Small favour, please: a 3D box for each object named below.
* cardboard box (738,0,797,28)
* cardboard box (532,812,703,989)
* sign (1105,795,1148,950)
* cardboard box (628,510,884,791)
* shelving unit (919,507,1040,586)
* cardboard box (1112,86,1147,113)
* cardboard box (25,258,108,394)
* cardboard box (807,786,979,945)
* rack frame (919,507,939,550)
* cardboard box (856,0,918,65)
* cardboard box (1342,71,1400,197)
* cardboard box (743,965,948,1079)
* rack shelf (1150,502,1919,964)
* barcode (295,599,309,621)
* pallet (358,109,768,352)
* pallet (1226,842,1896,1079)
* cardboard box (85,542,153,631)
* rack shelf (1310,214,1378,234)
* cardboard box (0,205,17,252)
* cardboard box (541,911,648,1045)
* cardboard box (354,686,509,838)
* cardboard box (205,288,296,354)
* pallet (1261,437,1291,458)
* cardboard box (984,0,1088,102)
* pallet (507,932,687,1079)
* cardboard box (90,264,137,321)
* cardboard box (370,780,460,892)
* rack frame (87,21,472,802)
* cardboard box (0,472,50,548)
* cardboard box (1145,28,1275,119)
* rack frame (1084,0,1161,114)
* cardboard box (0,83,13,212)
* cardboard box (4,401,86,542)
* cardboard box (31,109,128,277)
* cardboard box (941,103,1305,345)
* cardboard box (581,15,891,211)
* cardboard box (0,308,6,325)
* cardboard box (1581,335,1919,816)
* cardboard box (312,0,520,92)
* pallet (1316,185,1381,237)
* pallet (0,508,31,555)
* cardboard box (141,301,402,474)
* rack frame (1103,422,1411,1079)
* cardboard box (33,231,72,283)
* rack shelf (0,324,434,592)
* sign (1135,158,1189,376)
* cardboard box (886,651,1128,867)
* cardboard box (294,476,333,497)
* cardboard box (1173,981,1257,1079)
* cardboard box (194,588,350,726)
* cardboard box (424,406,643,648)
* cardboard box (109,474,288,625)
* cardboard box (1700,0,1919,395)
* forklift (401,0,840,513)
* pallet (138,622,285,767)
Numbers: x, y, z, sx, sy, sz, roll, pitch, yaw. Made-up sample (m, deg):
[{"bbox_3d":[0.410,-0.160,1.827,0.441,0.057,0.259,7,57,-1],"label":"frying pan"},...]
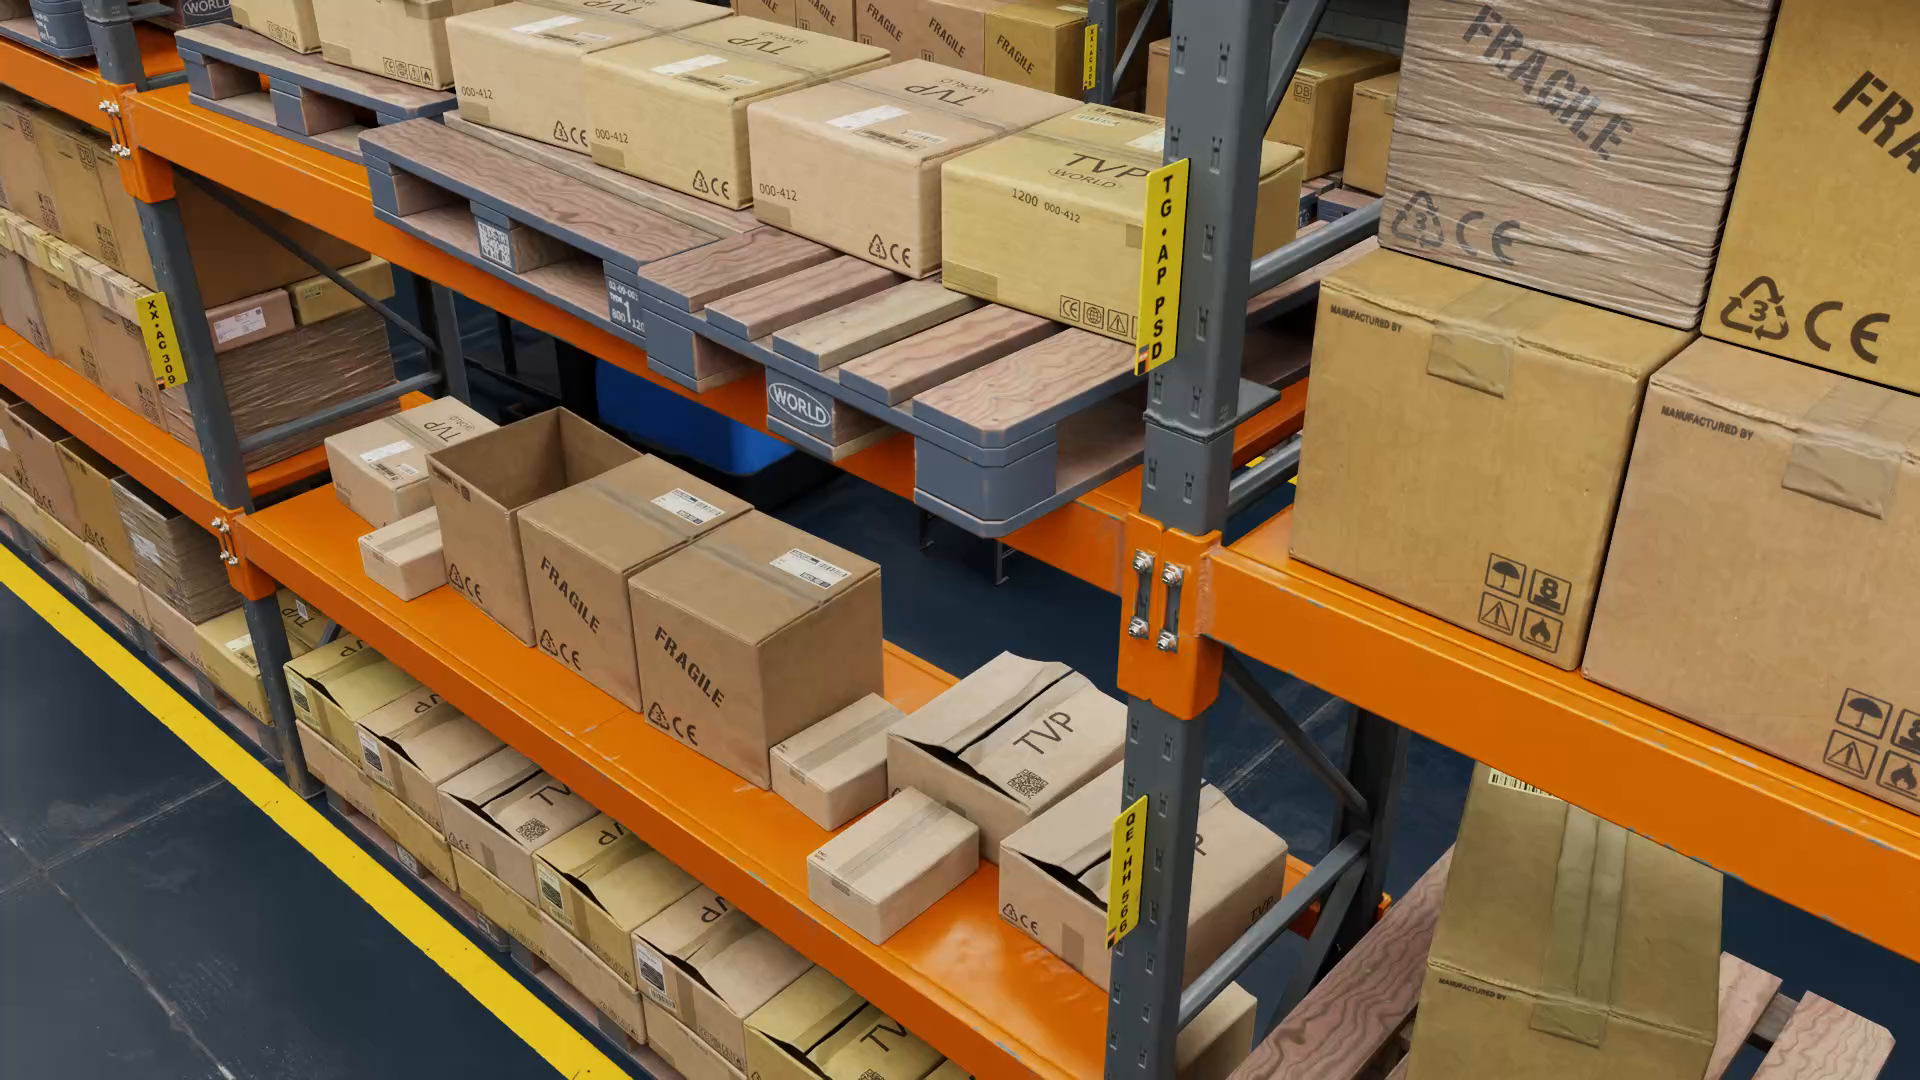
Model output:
[{"bbox_3d":[-1.033,-3.376,10.348,0.500,0.500,0.500,24,38,34],"label":"cardboard box"},{"bbox_3d":[-1.000,1.061,5.294,0.500,0.311,0.500,26,40,36],"label":"cardboard box"},{"bbox_3d":[0.316,0.635,3.164,0.005,0.325,0.100,25,39,35],"label":"sign"},{"bbox_3d":[-0.569,0.301,4.745,0.500,0.500,0.500,23,38,33],"label":"cardboard box"},{"bbox_3d":[0.123,-0.842,7.613,0.503,2.100,0.431,25,39,35],"label":"shelving unit"},{"bbox_3d":[0.837,-2.551,9.705,0.500,0.250,0.500,26,39,36],"label":"cardboard box"},{"bbox_3d":[-3.378,-1.016,6.932,0.500,0.500,0.700,26,39,36],"label":"cardboard box"},{"bbox_3d":[-0.166,0.820,4.223,0.250,0.149,0.380,25,39,35],"label":"cardboard box"},{"bbox_3d":[-0.058,-0.927,7.754,0.015,2.100,0.400,25,39,35],"label":"rack frame"},{"bbox_3d":[-0.256,-3.022,9.760,0.500,0.500,0.500,24,38,34],"label":"cardboard box"},{"bbox_3d":[2.315,-1.992,8.127,0.700,0.500,0.500,-23,38,-33],"label":"cardboard box"},{"bbox_3d":[-0.257,1.411,4.712,0.500,0.311,0.500,24,39,34],"label":"cardboard box"},{"bbox_3d":[2.169,0.633,2.079,4.000,0.370,1.077,25,39,35],"label":"rack shelf"},{"bbox_3d":[-2.370,0.252,5.989,0.075,0.075,0.001,25,39,35],"label":"barcode"},{"bbox_3d":[-0.708,-0.873,4.066,1.213,0.211,1.003,27,40,37],"label":"pallet"},{"bbox_3d":[1.236,1.208,3.521,1.003,0.211,1.213,25,39,35],"label":"pallet"},{"bbox_3d":[-3.515,0.111,7.417,0.500,0.250,0.500,25,39,35],"label":"cardboard box"},{"bbox_3d":[2.524,-1.362,8.301,4.000,0.370,1.077,25,39,35],"label":"rack shelf"},{"bbox_3d":[-3.764,-1.330,6.825,0.250,0.149,0.380,27,40,37],"label":"cardboard box"},{"bbox_3d":[-1.006,1.298,5.444,0.500,0.250,0.500,26,40,36],"label":"cardboard box"},{"bbox_3d":[-1.773,0.705,5.886,0.500,0.311,0.500,25,39,35],"label":"cardboard box"},{"bbox_3d":[-2.625,-0.799,5.944,0.250,0.149,0.380,25,39,35],"label":"cardboard box"},{"bbox_3d":[1.620,-0.898,9.538,1.213,0.211,1.003,25,39,35],"label":"pallet"},{"bbox_3d":[0.484,-2.673,9.181,0.500,0.500,0.500,25,39,35],"label":"cardboard box"},{"bbox_3d":[-0.798,1.390,5.736,1.213,0.211,1.003,25,39,35],"label":"pallet"},{"bbox_3d":[-3.003,-0.975,6.236,0.250,0.149,0.380,24,38,34],"label":"cardboard box"},{"bbox_3d":[-1.769,0.943,6.033,0.500,0.250,0.500,26,40,36],"label":"cardboard box"},{"bbox_3d":[-2.280,-0.466,6.116,0.127,3.000,1.000,25,39,35],"label":"rack frame"},{"bbox_3d":[-4.253,-0.237,7.994,0.500,0.250,0.500,25,39,35],"label":"cardboard box"},{"bbox_3d":[1.396,-2.404,8.812,0.500,0.500,0.700,25,39,35],"label":"cardboard box"},{"bbox_3d":[1.042,-2.362,9.265,0.127,3.000,1.000,25,39,35],"label":"rack frame"},{"bbox_3d":[-3.729,-1.737,6.873,0.500,0.500,0.700,25,39,35],"label":"cardboard box"},{"bbox_3d":[-3.887,-0.383,7.510,0.500,0.500,0.500,25,39,35],"label":"cardboard box"},{"bbox_3d":[-2.988,-1.391,6.297,0.500,0.500,0.700,25,39,35],"label":"cardboard box"},{"bbox_3d":[0.312,-0.618,3.199,0.500,0.250,0.500,22,37,32],"label":"cardboard box"},{"bbox_3d":[-0.505,-0.995,3.825,0.500,0.250,0.500,24,39,34],"label":"cardboard box"},{"bbox_3d":[-4.151,-1.373,7.526,0.500,0.500,0.700,25,39,35],"label":"cardboard box"},{"bbox_3d":[1.410,-0.095,2.495,0.500,0.500,0.910,25,39,35],"label":"cardboard box"},{"bbox_3d":[-1.420,-1.461,4.599,0.500,0.250,0.500,21,37,31],"label":"cardboard box"},{"bbox_3d":[2.512,-1.565,8.127,1.213,0.211,1.003,25,39,35],"label":"pallet"},{"bbox_3d":[-4.650,-0.408,8.722,1.213,0.211,1.003,25,39,35],"label":"pallet"},{"bbox_3d":[-2.613,-0.660,6.342,0.500,0.500,0.700,24,38,34],"label":"cardboard box"},{"bbox_3d":[0.686,0.918,3.817,0.127,3.000,1.000,25,39,35],"label":"rack frame"},{"bbox_3d":[-3.378,-1.152,6.530,0.250,0.149,0.380,25,39,35],"label":"cardboard box"},{"bbox_3d":[-3.763,-0.850,7.452,4.000,0.370,1.077,25,39,35],"label":"rack shelf"},{"bbox_3d":[0.308,-0.413,2.542,0.005,0.325,0.100,25,39,35],"label":"sign"},{"bbox_3d":[0.153,0.573,4.477,0.500,0.311,0.500,25,39,35],"label":"cardboard box"},{"bbox_3d":[-2.413,-0.070,6.989,0.500,0.500,0.500,25,39,35],"label":"cardboard box"},{"bbox_3d":[0.495,1.382,4.761,0.500,0.311,0.500,27,40,37],"label":"cardboard box"},{"bbox_3d":[-2.770,0.455,6.845,0.500,0.250,0.500,25,39,35],"label":"cardboard box"},{"bbox_3d":[-1.331,-0.055,5.336,0.500,0.500,0.500,-26,40,-36],"label":"cardboard box"},{"bbox_3d":[-3.133,-0.044,6.946,0.500,0.500,0.500,25,39,35],"label":"cardboard box"},{"bbox_3d":[1.383,-0.508,2.212,0.500,0.500,0.500,25,39,35],"label":"cardboard box"},{"bbox_3d":[-1.931,-1.976,8.690,3.031,2.935,1.130,22,37,32],"label":"forklift"},{"bbox_3d":[-2.841,0.437,7.319,1.213,0.211,1.003,25,39,35],"label":"pallet"}]
